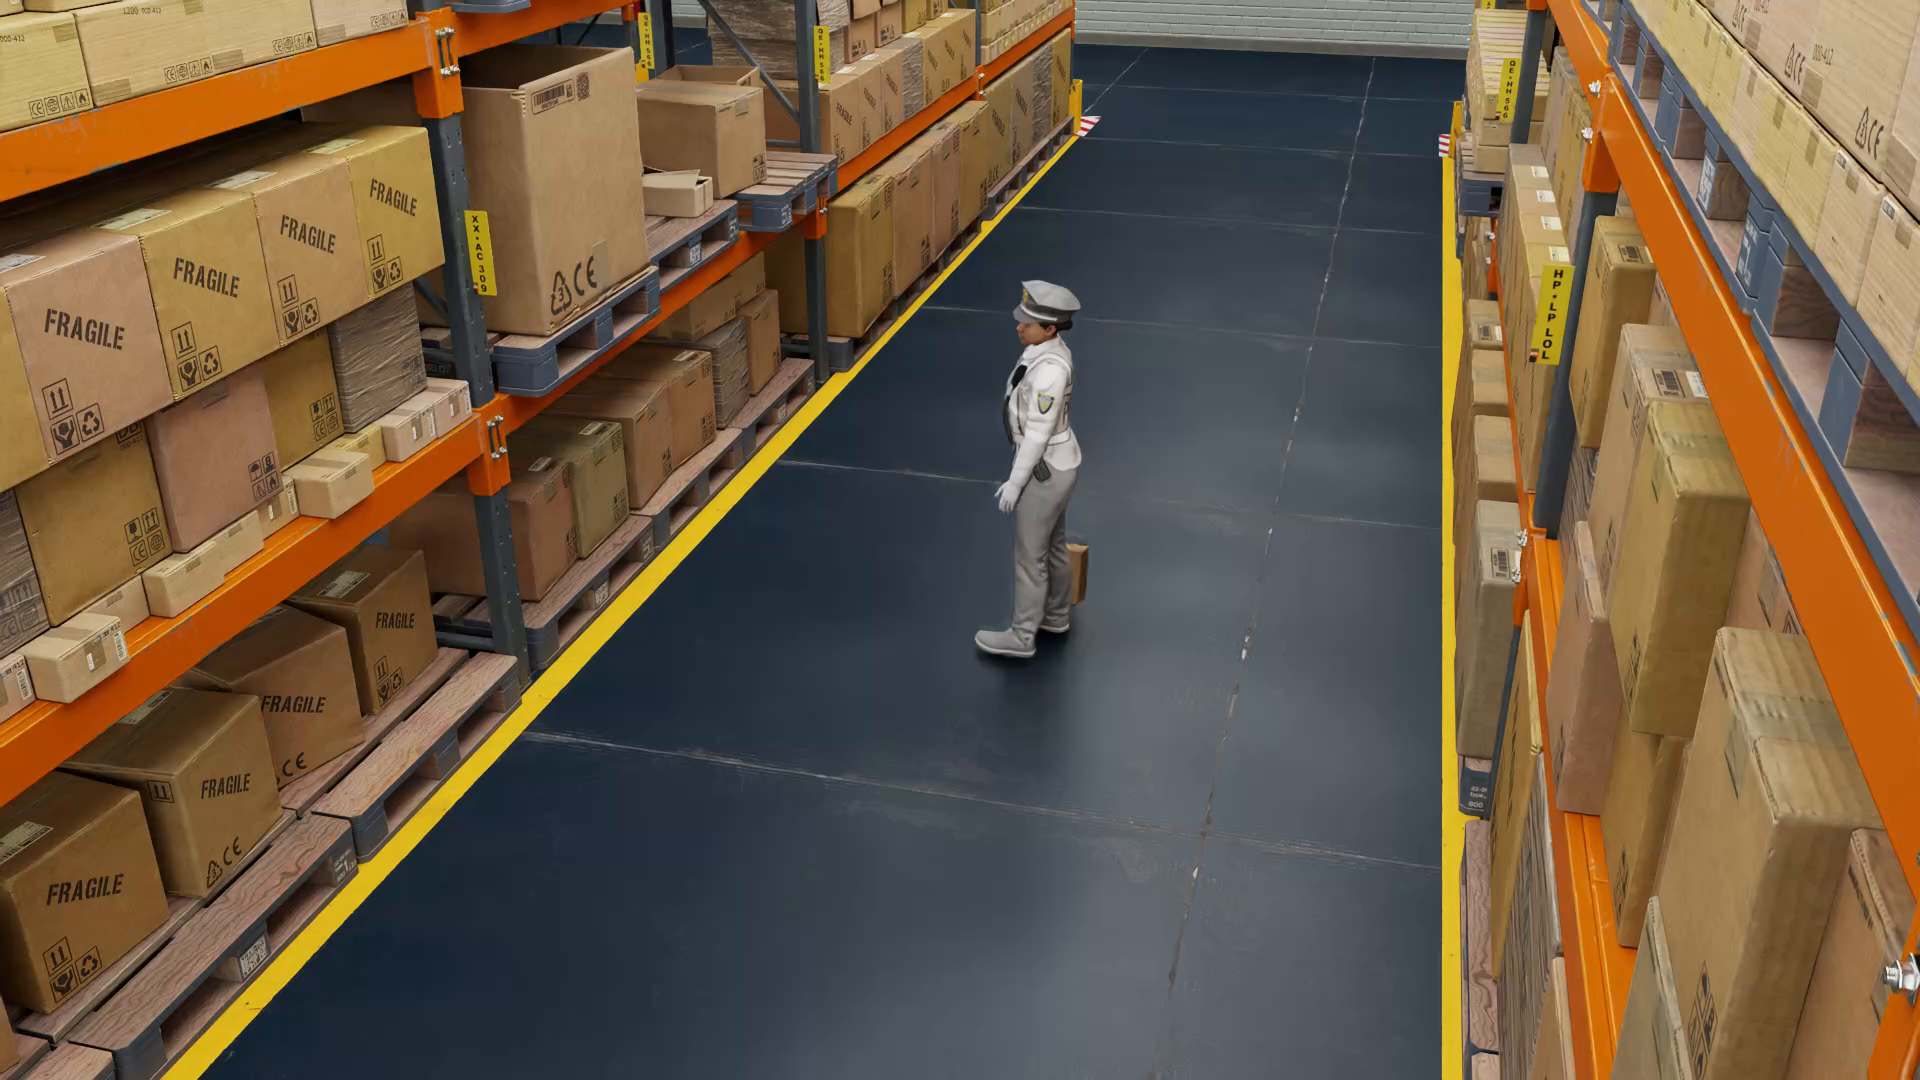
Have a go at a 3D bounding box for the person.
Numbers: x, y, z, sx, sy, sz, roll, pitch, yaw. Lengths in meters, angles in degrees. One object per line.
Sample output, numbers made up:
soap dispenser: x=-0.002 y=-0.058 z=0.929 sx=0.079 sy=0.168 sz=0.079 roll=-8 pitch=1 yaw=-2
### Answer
person: x=0.295 y=-0.295 z=7.156 sx=0.451 sy=1.689 sz=0.516 roll=2 pitch=26 yaw=5
